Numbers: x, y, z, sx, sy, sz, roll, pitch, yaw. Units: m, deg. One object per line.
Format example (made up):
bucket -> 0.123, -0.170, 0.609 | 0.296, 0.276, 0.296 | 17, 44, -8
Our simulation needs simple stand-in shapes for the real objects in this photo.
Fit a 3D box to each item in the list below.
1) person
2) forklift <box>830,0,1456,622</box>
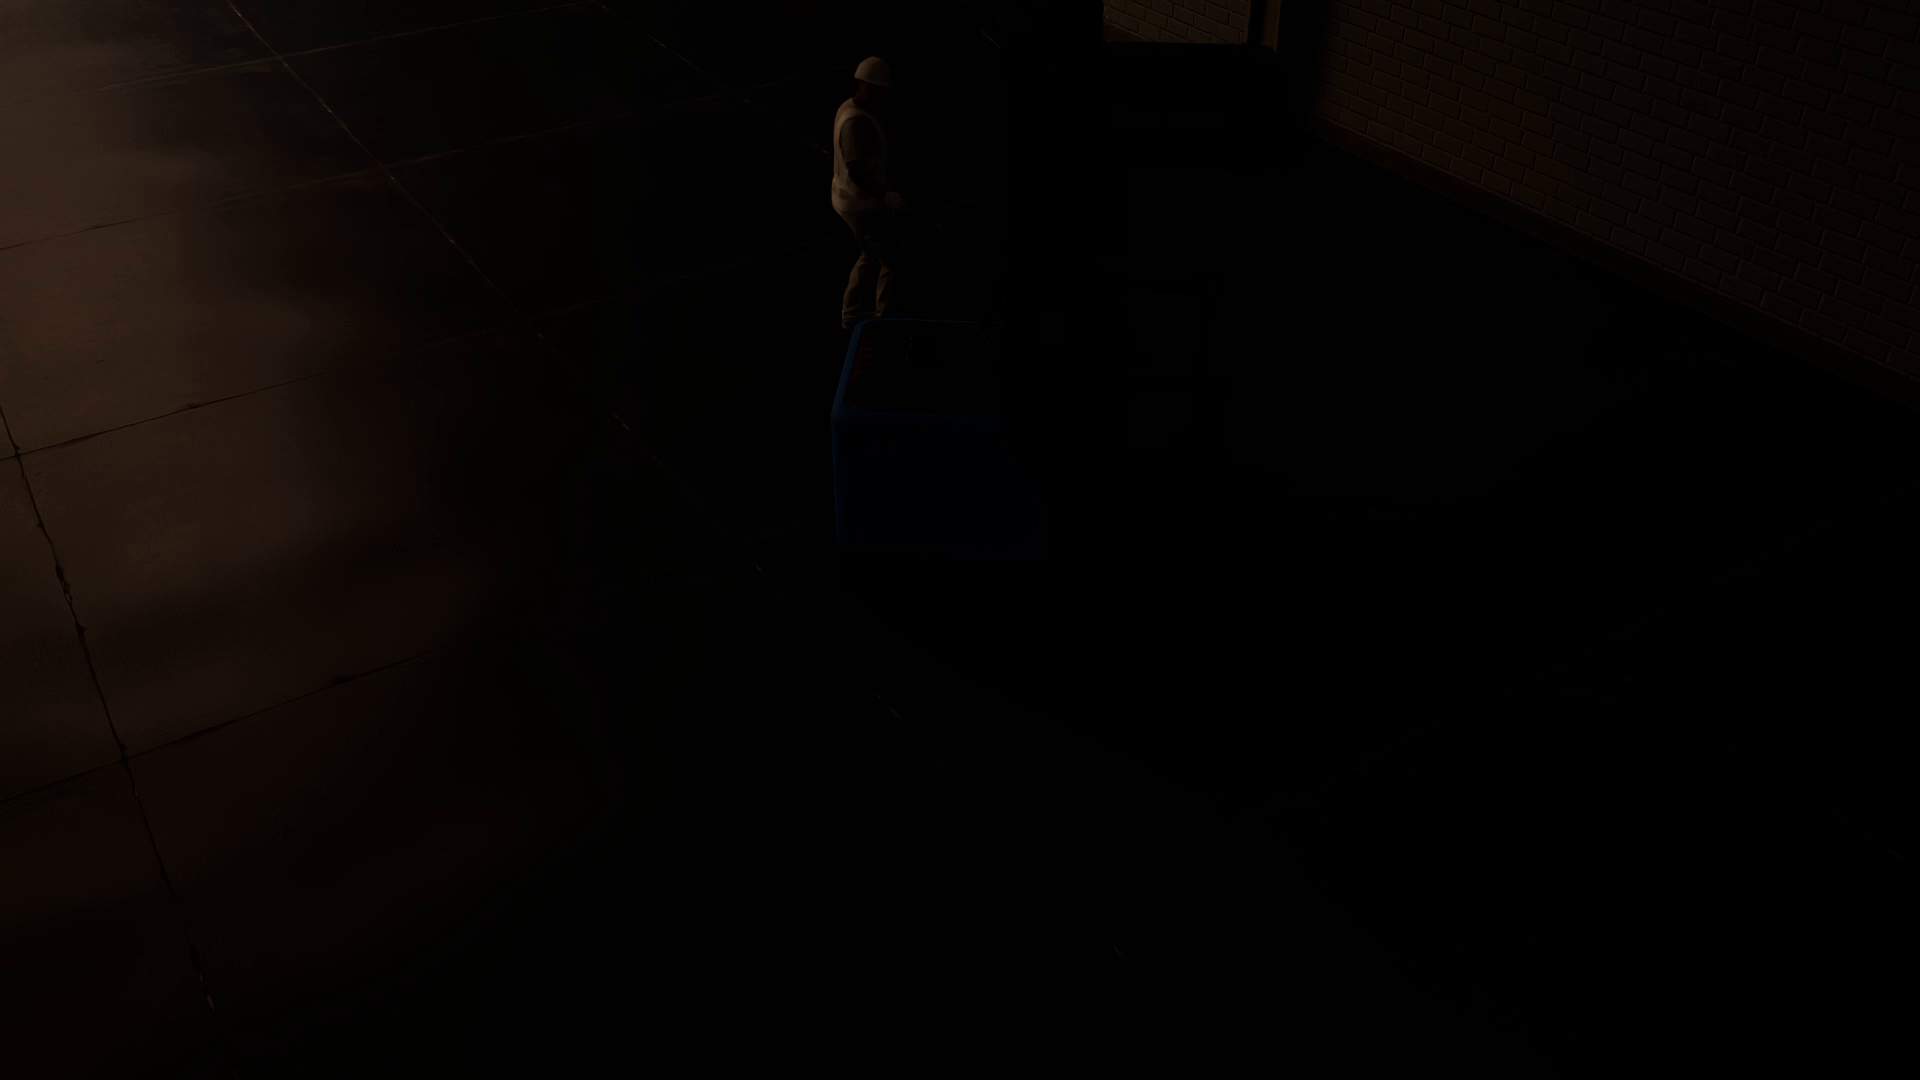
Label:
person -> -0.522, -2.074, 10.141 | 0.518, 1.742, 0.763 | -9, 36, -13
forklift -> 0.926, -1.117, 7.738 | 3.031, 2.935, 1.130 | 2, 35, 4
